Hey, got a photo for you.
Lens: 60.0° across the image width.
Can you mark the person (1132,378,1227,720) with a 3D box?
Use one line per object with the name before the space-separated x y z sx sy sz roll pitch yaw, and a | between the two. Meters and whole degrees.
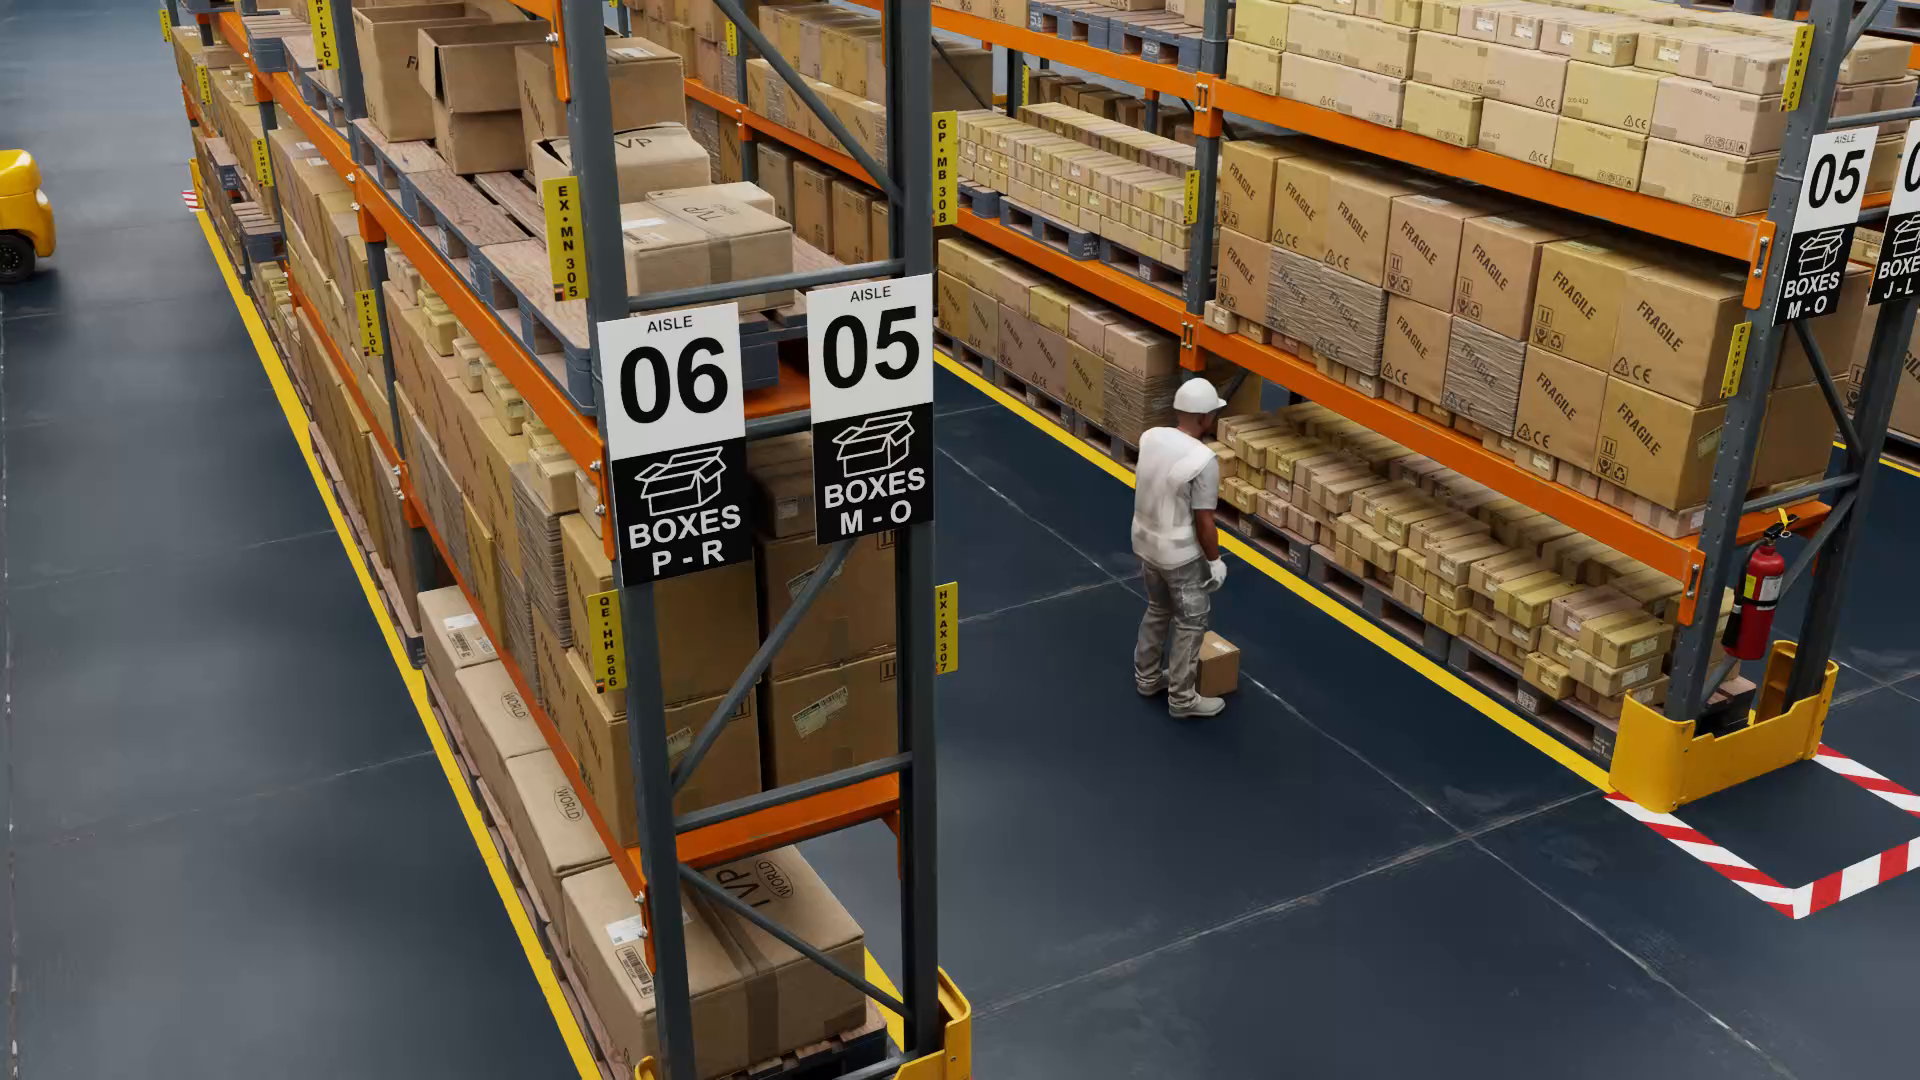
person | 1.126 0.037 8.518 0.453 1.774 0.629 -13 28 -26
